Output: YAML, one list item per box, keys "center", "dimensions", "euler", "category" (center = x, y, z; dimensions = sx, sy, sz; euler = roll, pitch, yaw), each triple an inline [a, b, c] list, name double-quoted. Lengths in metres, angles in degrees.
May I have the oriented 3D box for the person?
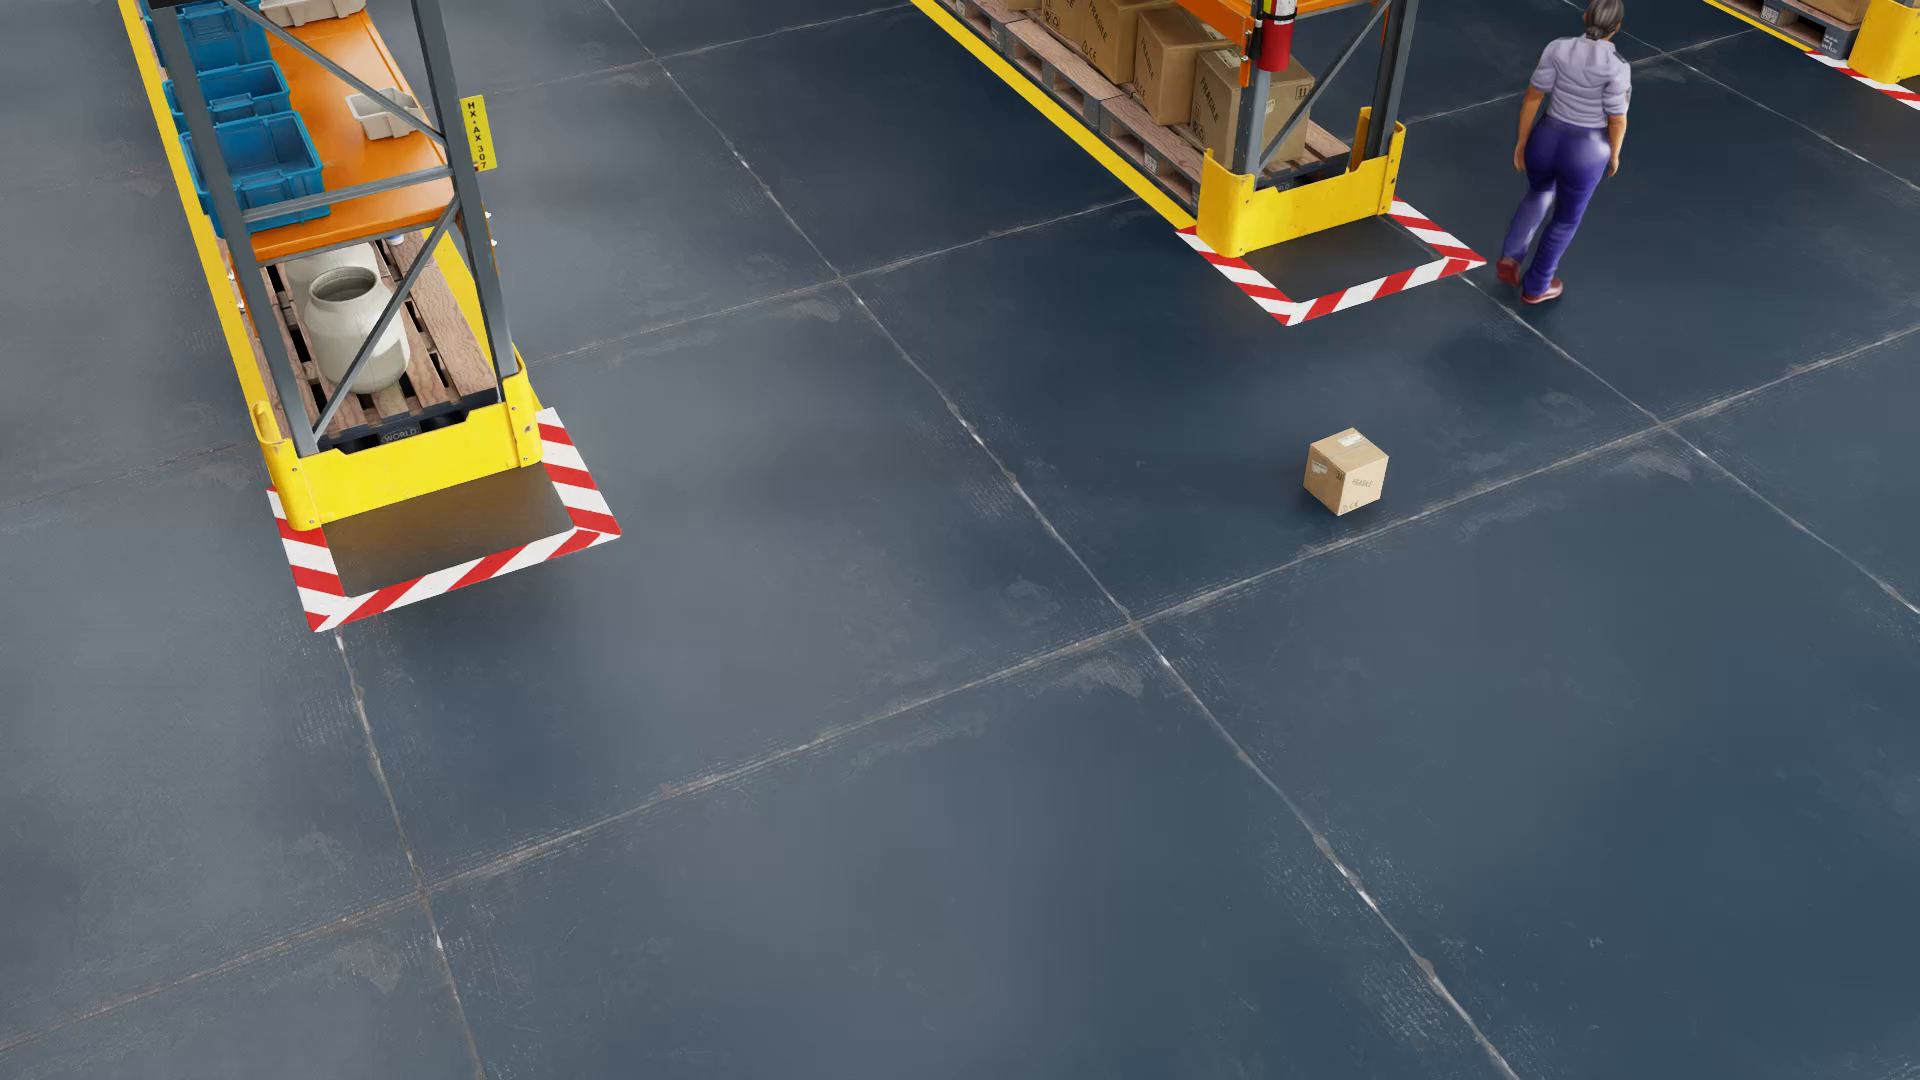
- center: [3.059, -1.950, 8.357]
  dimensions: [0.427, 1.675, 0.495]
  euler: [-32, 51, -31]
  category: "person"
